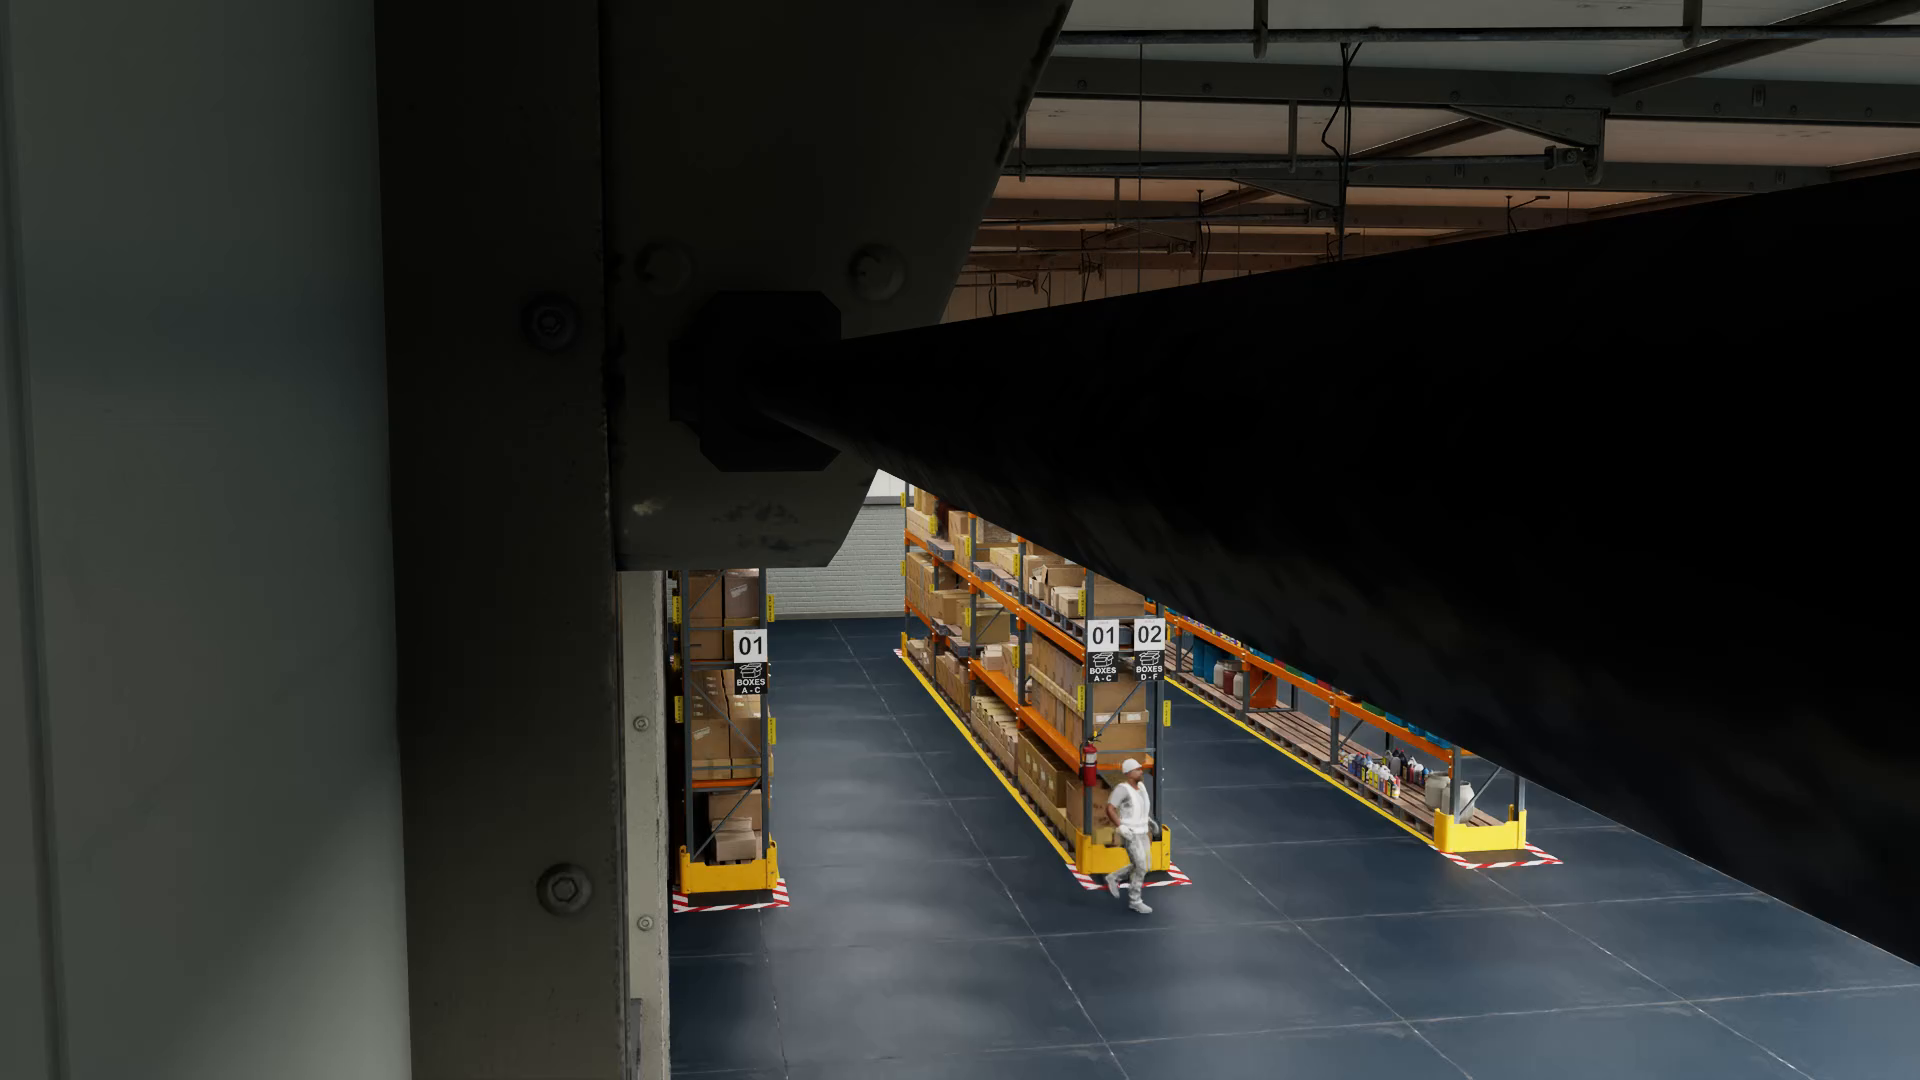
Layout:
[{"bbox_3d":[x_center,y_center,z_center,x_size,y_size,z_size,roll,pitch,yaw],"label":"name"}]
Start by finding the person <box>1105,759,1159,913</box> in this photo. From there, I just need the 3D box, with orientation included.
[{"bbox_3d":[2.026,3.451,19.543,0.655,1.748,0.728,4,7,34],"label":"person"}]

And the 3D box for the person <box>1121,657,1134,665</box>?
[{"bbox_3d":[2.931,2.464,29.490,0.568,1.584,0.852,-2,6,-21],"label":"person"}]
